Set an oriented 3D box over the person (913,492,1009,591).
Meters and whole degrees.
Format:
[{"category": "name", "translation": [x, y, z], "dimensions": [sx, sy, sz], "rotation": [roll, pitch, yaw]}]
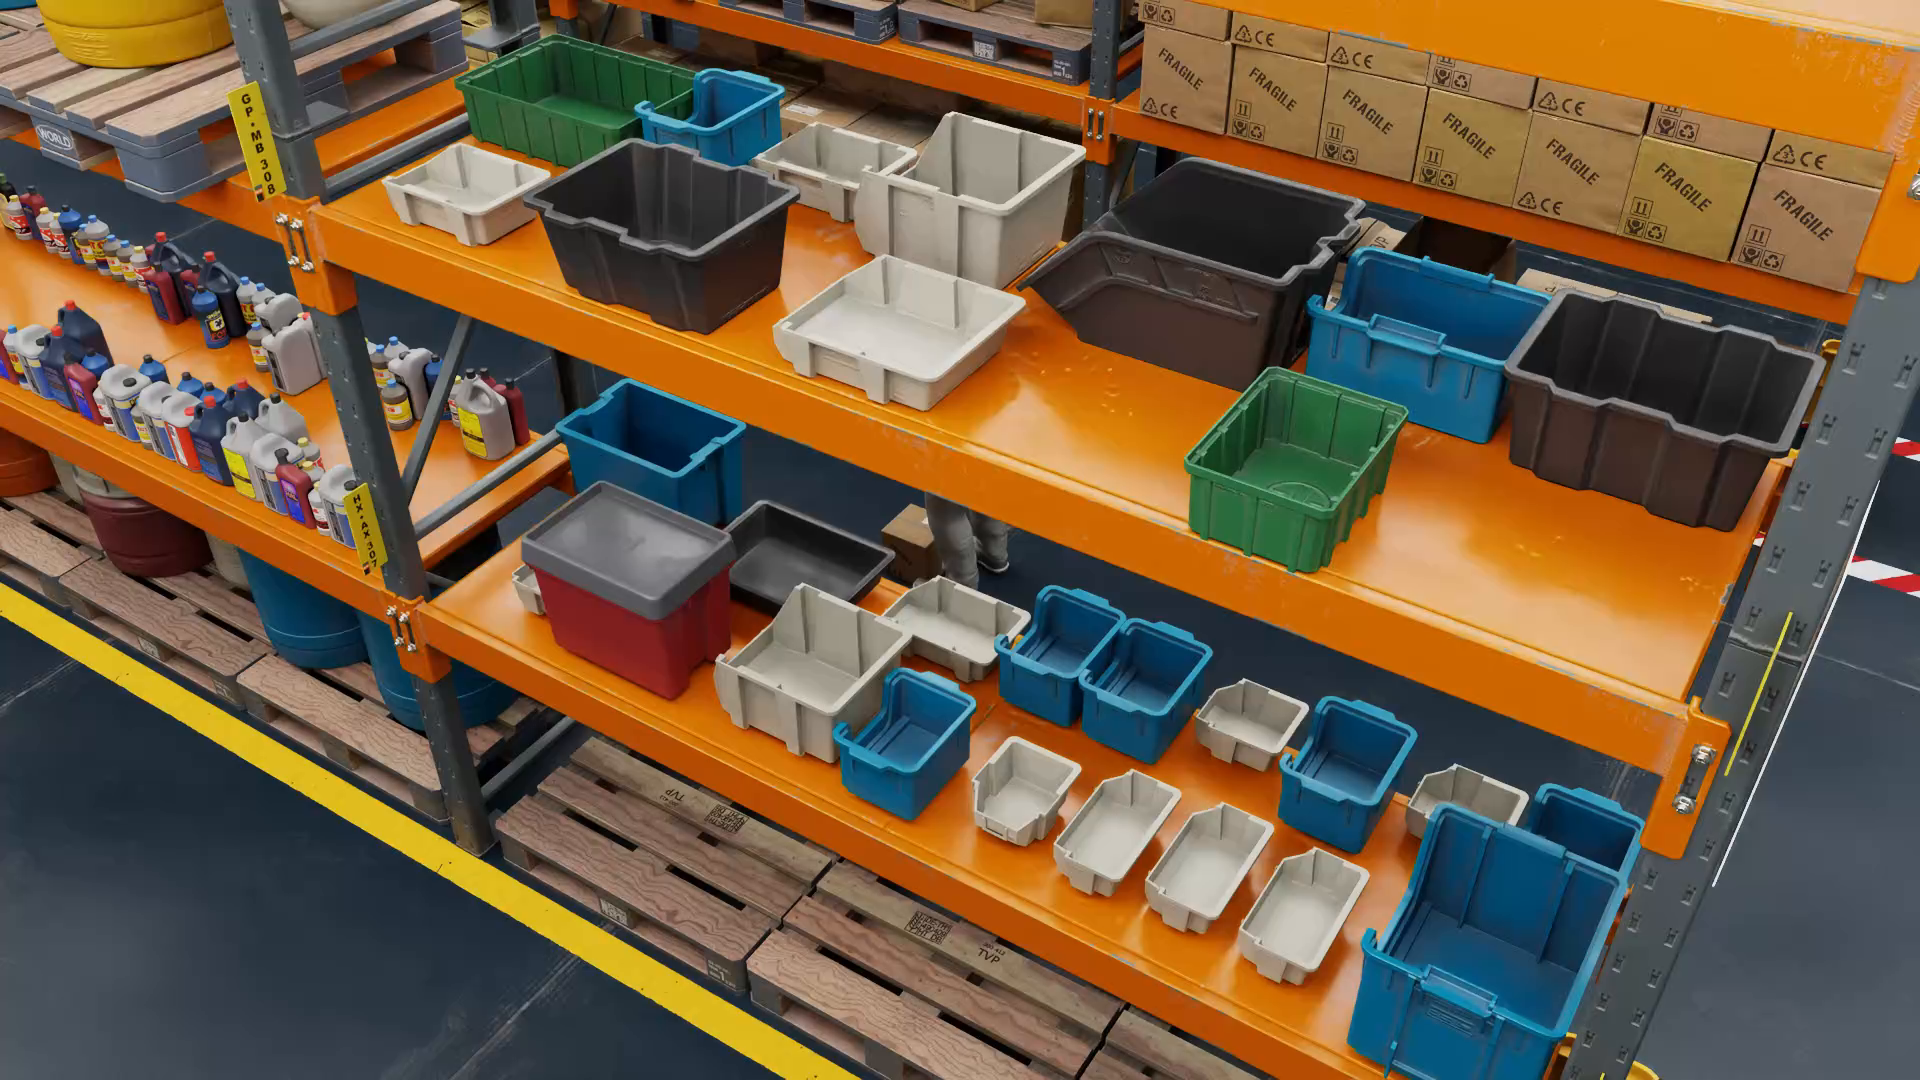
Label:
[{"category": "person", "translation": [0.035, -0.473, 7.275], "dimensions": [0.434, 1.748, 0.594], "rotation": [20, 43, 24]}]
